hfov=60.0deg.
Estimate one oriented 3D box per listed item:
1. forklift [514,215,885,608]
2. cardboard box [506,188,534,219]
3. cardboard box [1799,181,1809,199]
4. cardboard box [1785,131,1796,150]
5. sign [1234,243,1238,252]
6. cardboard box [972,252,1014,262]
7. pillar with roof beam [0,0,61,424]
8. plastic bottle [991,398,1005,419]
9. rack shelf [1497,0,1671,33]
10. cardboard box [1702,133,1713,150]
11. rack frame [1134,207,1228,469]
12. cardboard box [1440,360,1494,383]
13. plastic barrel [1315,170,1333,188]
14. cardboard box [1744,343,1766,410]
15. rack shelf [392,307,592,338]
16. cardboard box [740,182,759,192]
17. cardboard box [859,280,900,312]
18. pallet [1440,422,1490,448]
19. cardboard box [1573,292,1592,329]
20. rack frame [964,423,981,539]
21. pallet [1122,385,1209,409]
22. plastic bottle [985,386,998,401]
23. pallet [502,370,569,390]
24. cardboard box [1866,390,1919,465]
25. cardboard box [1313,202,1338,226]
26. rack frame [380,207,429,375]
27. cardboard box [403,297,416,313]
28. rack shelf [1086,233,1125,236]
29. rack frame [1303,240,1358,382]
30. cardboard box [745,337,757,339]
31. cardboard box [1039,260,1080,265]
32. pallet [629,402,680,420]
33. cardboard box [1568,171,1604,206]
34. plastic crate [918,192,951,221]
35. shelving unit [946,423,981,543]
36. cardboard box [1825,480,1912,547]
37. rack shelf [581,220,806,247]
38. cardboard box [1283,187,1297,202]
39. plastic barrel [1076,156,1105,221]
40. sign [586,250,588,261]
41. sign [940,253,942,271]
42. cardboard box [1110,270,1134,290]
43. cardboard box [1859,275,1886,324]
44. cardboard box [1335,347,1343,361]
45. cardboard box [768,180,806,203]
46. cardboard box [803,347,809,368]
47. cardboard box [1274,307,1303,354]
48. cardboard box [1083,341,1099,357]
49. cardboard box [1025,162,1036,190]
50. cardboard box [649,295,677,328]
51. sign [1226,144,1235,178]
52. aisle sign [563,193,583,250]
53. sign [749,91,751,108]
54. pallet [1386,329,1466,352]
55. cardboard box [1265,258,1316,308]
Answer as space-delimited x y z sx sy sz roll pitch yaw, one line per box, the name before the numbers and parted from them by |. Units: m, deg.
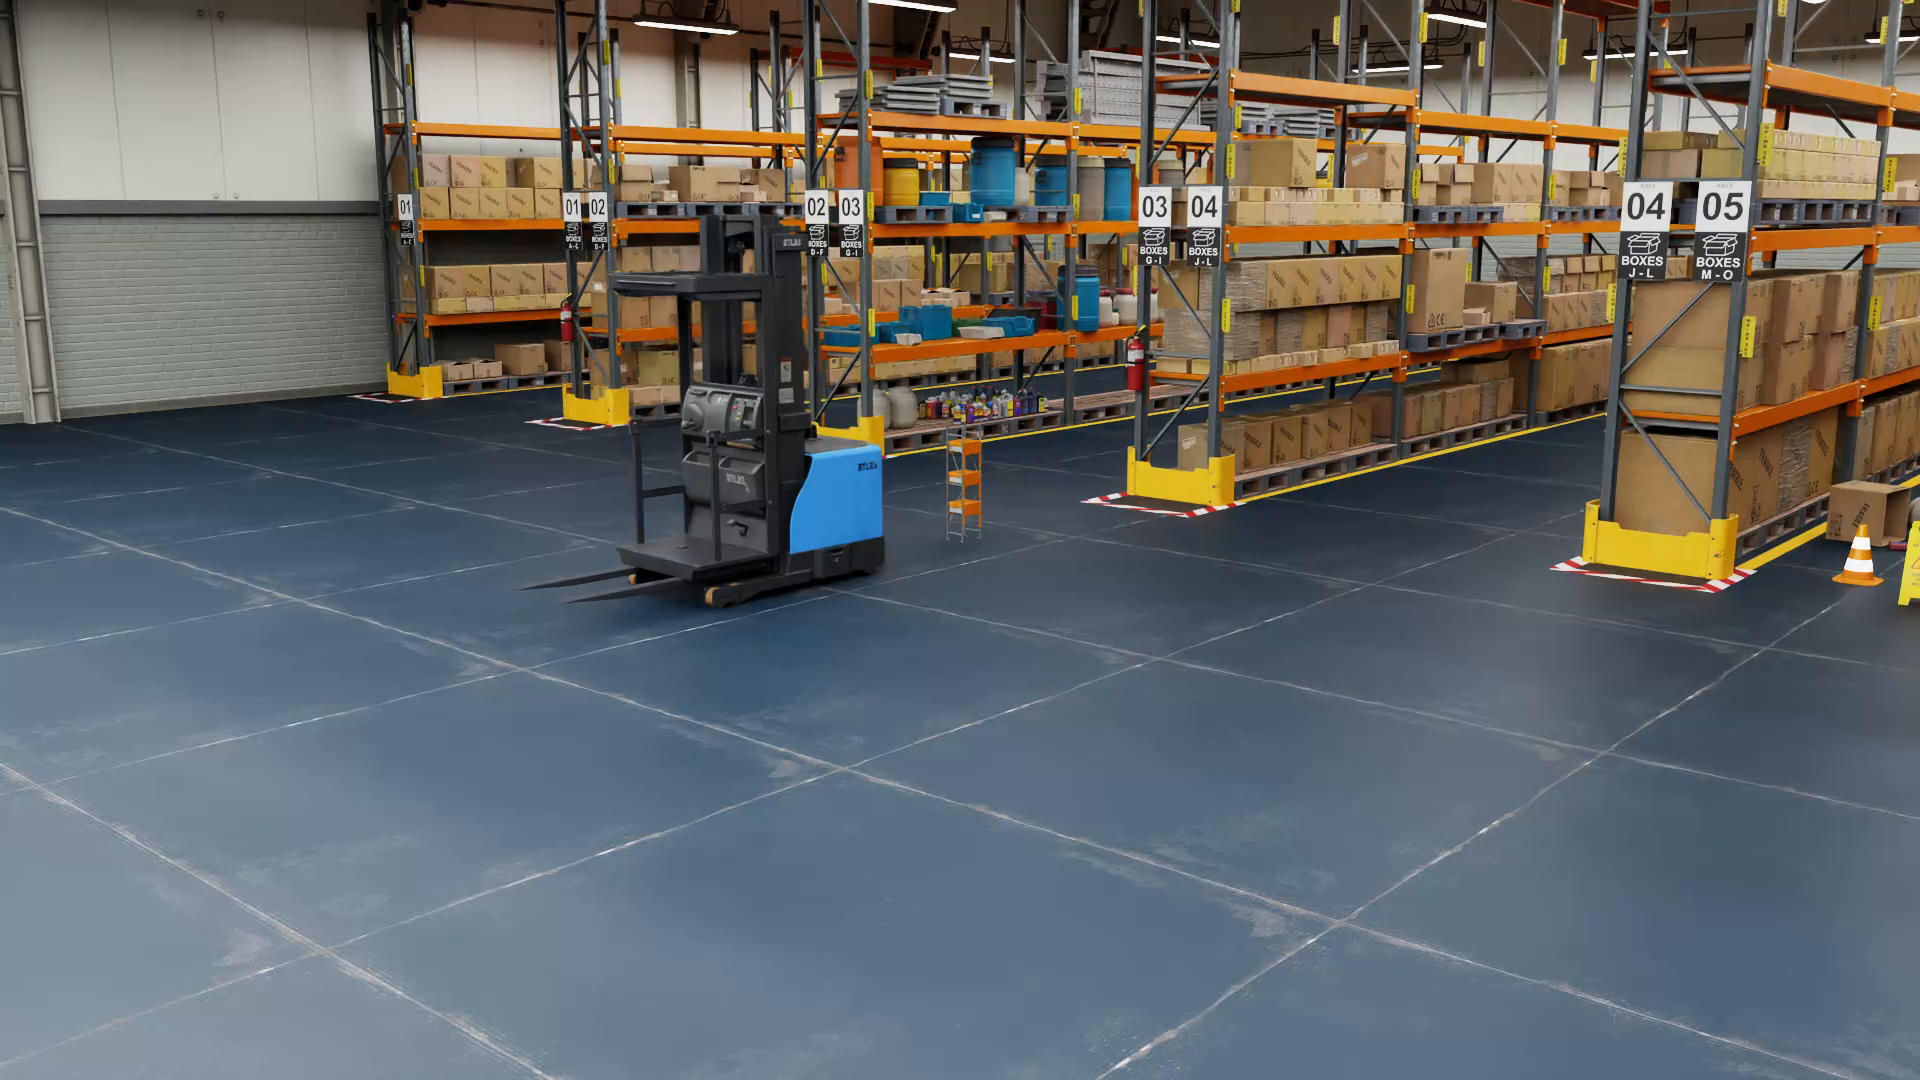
forklift | -2.016 -1.030 12.922 1.130 2.935 3.031 11 16 43
cardboard box | -7.442 -5.599 27.660 0.500 0.500 0.500 11 16 44
cardboard box | 7.046 -3.002 14.280 0.380 0.149 0.250 10 15 41
cardboard box | 6.706 -3.318 13.825 0.380 0.149 0.250 10 15 40
sign | 5.780 -6.182 34.779 0.100 0.325 0.005 10 15 40
cardboard box | 0.851 -6.136 37.547 0.980 0.700 0.700 10 15 40
pillar with roof beam | -9.824 -5.537 19.997 9.100 9.000 0.400 10 15 40
plastic bottle | 0.514 -1.776 22.315 0.152 0.276 0.135 10 15 41
rack shelf | 8.854 -7.588 23.620 1.077 0.370 4.000 10 15 40
cardboard box | 6.215 -3.404 14.252 0.380 0.149 0.250 10 15 41
rack frame | 2.253 -1.898 17.096 1.000 3.000 0.127 10 15 40
cardboard box | 6.772 -2.251 22.207 0.500 0.250 0.500 -10 15 -41
plastic barrel | 6.004 -5.913 27.985 0.600 0.588 0.600 0 11 0
cardboard box | 6.470 -1.460 14.518 0.875 0.550 0.550 10 15 40
rack shelf | -7.589 -3.761 28.259 1.077 0.370 4.000 10 15 40
cardboard box | -3.432 -5.351 25.520 0.500 0.311 0.500 9 14 37
cardboard box | -1.348 -4.079 27.760 0.500 0.500 0.500 10 15 40
pallet | 6.211 -1.414 21.793 1.003 0.211 1.213 10 15 40
cardboard box | 8.733 -3.313 23.922 0.500 0.500 0.500 9 15 39
rack frame | 0.116 -0.541 15.276 0.200 1.050 0.008 10 15 40
pallet | 3.273 -2.239 25.923 1.003 0.211 1.213 10 15 40
plastic bottle | 0.437 -1.960 23.046 0.144 0.351 0.185 10 15 40
pallet | -7.491 -2.757 28.514 1.003 0.211 1.213 10 15 40
cardboard box | 10.149 -1.315 18.847 1.050 0.750 0.750 10 15 41
cardboard box | 3.771 -3.559 18.137 0.500 0.250 0.500 10 15 42
rack frame | -8.909 -3.820 26.715 1.000 3.000 0.127 10 15 40
cardboard box | -8.746 -3.850 27.198 0.500 0.250 0.500 10 15 41
rack shelf | 4.056 -6.358 33.601 1.077 0.370 4.000 10 15 40
rack frame | 6.454 -4.304 29.142 1.000 3.000 0.127 10 15 40
cardboard box | -3.087 -2.966 26.474 0.500 0.500 0.500 10 15 40
cardboard box | 1.848 -5.050 31.548 0.500 0.500 0.700 -9 15 -39
pallet | -4.712 -1.930 24.375 1.003 0.211 1.213 10 15 40
cardboard box | 8.866 -5.106 24.163 0.797 0.503 0.637 10 15 40
plastic crate | -0.435 -4.321 21.610 0.392 0.384 0.575 10 15 40
shelving unit | 0.035 -0.523 15.187 0.215 1.050 0.252 10 15 40
cardboard box | 8.299 -0.245 15.194 0.500 0.500 0.500 -9 14 -38
rack shelf | -3.866 -4.592 24.761 1.077 0.370 4.000 10 15 40
cardboard box | 3.323 -3.647 17.556 0.380 0.149 0.250 10 15 40
plastic barrel | 1.777 -5.043 23.903 0.600 0.901 0.600 0 11 0
sign | -6.688 -5.047 29.905 0.100 0.325 0.005 10 15 40
sign | -0.319 -4.954 29.643 0.100 0.325 0.005 10 15 40
cardboard box | 3.277 -5.034 32.540 0.500 0.500 0.500 10 15 42
cardboard box | 9.214 -2.520 17.399 0.700 0.500 0.500 9 15 39
cardboard box | 4.110 -2.117 18.830 0.380 0.149 0.250 10 15 40
cardboard box | -3.358 -6.810 32.649 0.700 0.500 0.500 8 14 36
cardboard box | -2.493 -2.997 27.115 0.500 0.311 0.500 10 15 40
cardboard box | 3.239 -2.328 18.231 0.875 0.500 0.500 10 15 40
cardboard box | 2.292 -3.754 31.645 0.500 0.500 0.500 10 15 41
cardboard box | 1.061 -6.580 30.071 0.500 0.500 0.500 10 15 40
cardboard box | -4.525 -3.374 24.227 0.700 0.500 0.500 10 15 42
sign | 2.661 -3.728 16.365 0.100 0.325 0.005 10 15 40
aisle sign | -5.450 -4.483 23.398 0.394 0.787 0.004 10 15 40
sign | -4.048 -8.545 32.270 0.100 0.325 0.005 10 15 40
pallet | 5.507 -2.486 20.530 1.003 0.211 1.213 10 15 40
cardboard box | 3.485 -2.776 17.921 0.500 0.500 0.500 10 15 40
